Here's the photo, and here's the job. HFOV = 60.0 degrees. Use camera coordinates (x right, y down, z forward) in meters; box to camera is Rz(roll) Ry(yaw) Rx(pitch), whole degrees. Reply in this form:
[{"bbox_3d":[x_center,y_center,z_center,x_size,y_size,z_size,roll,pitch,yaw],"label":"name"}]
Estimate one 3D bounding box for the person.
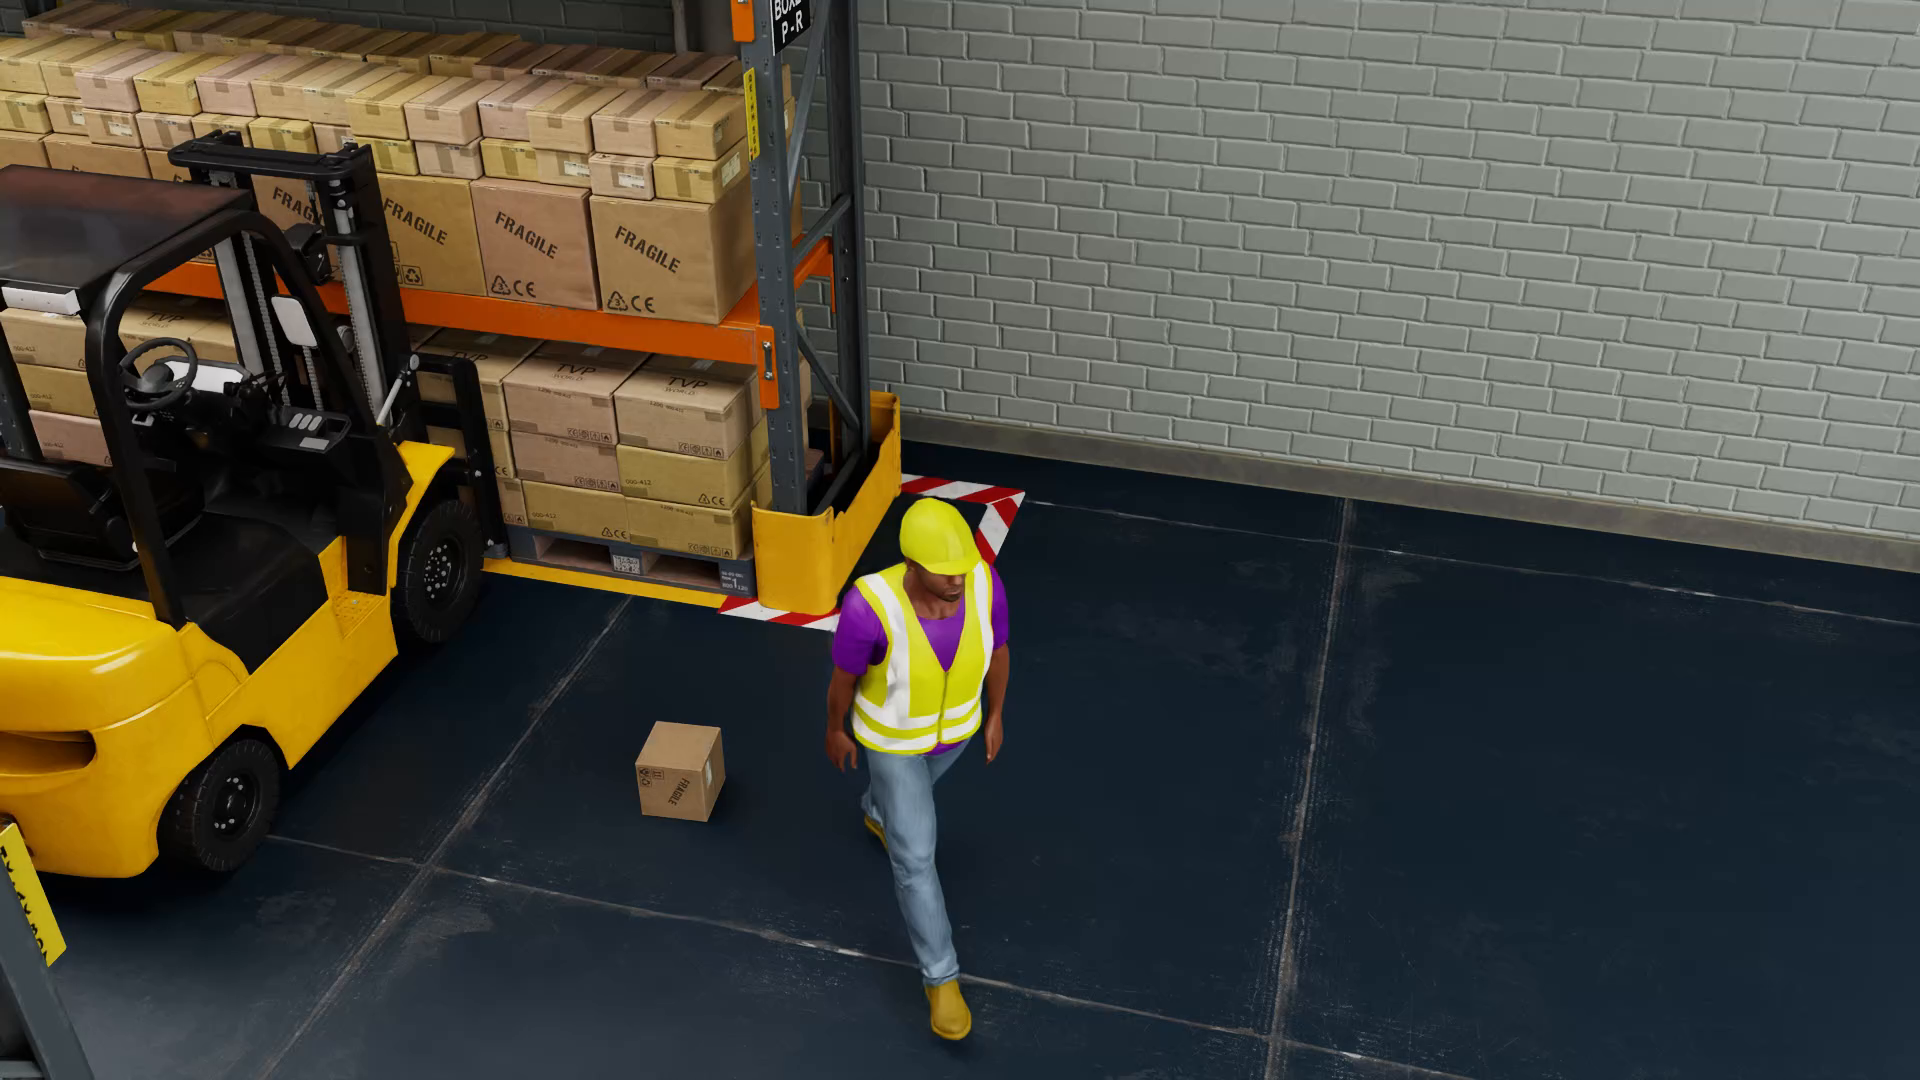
[{"bbox_3d":[-0.104,0.593,5.215,0.480,1.693,1.084,-17,37,-25],"label":"person"}]
